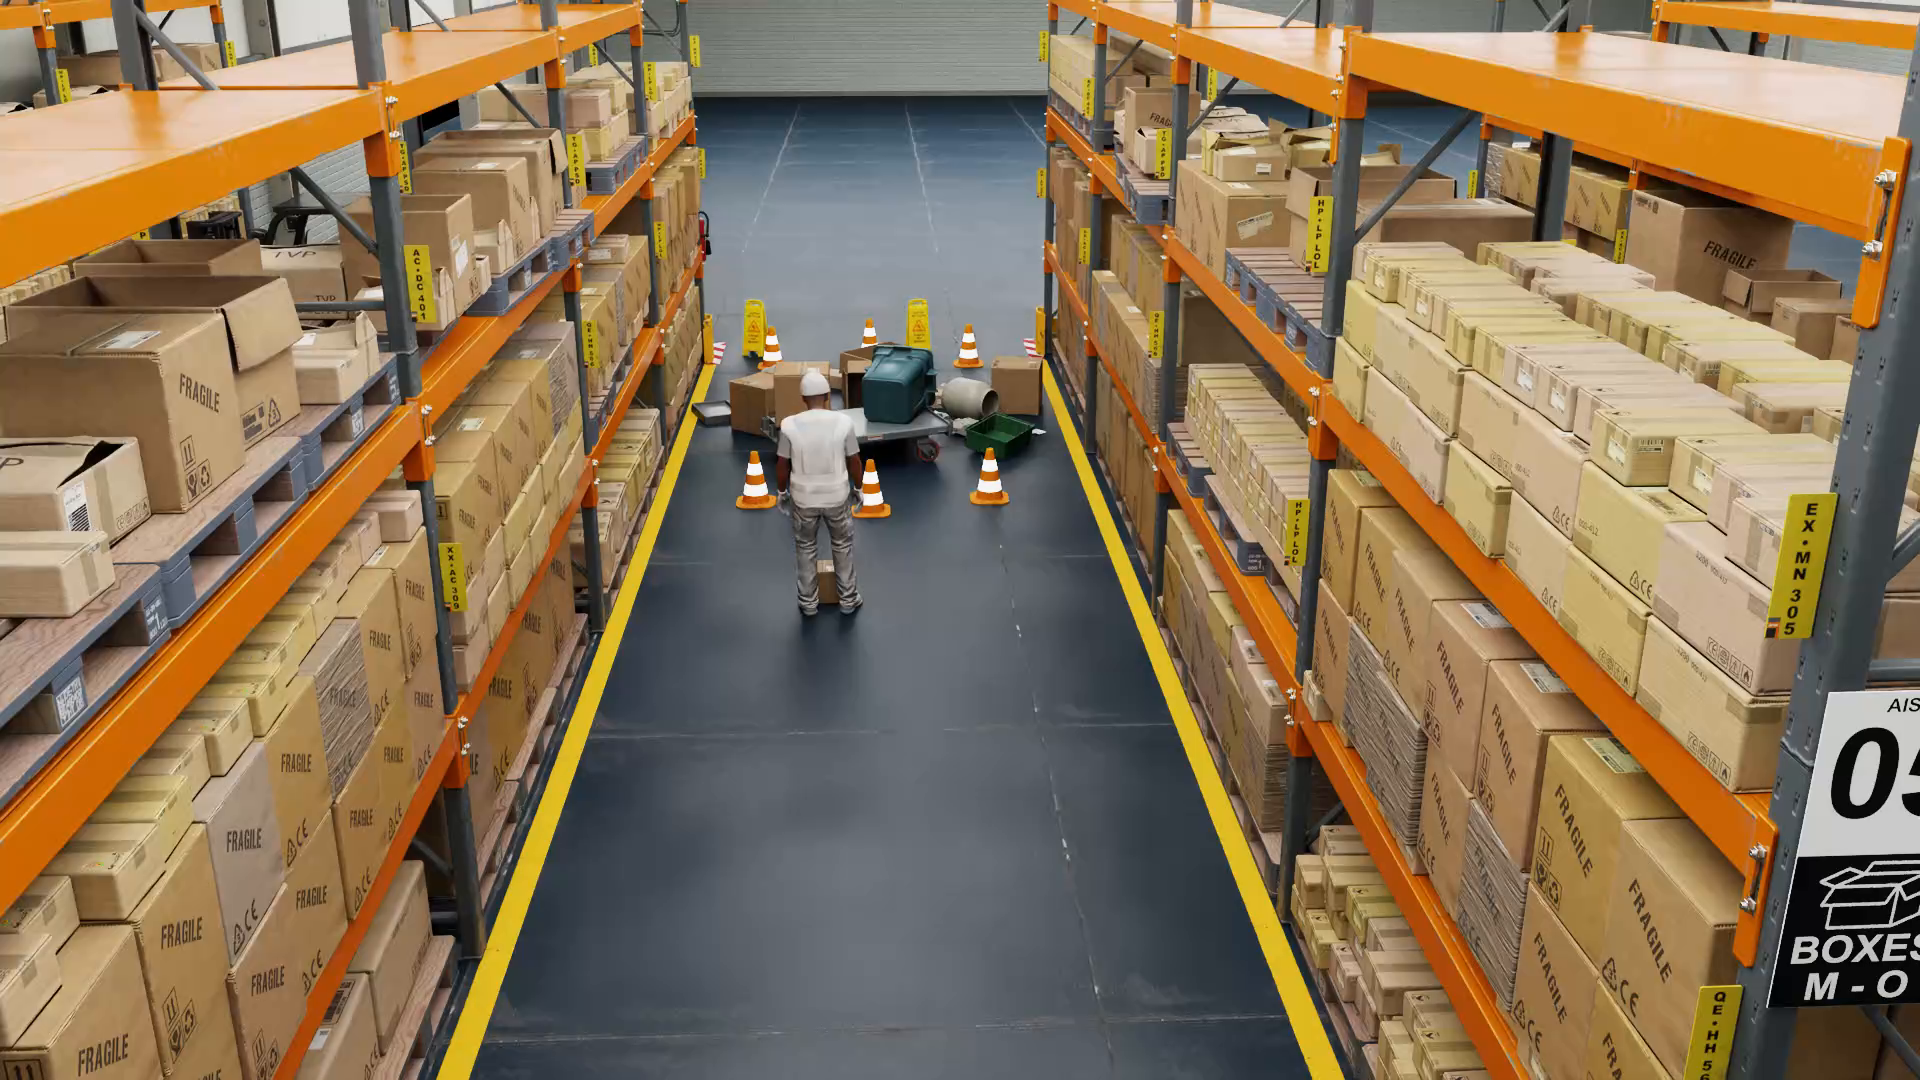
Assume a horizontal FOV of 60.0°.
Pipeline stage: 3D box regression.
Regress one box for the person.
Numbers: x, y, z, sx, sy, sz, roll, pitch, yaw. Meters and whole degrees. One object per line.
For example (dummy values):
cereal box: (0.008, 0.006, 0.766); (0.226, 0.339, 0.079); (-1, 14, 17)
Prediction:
person: (-0.998, -0.324, 11.942); (0.622, 1.774, 0.453); (-1, 20, -4)
